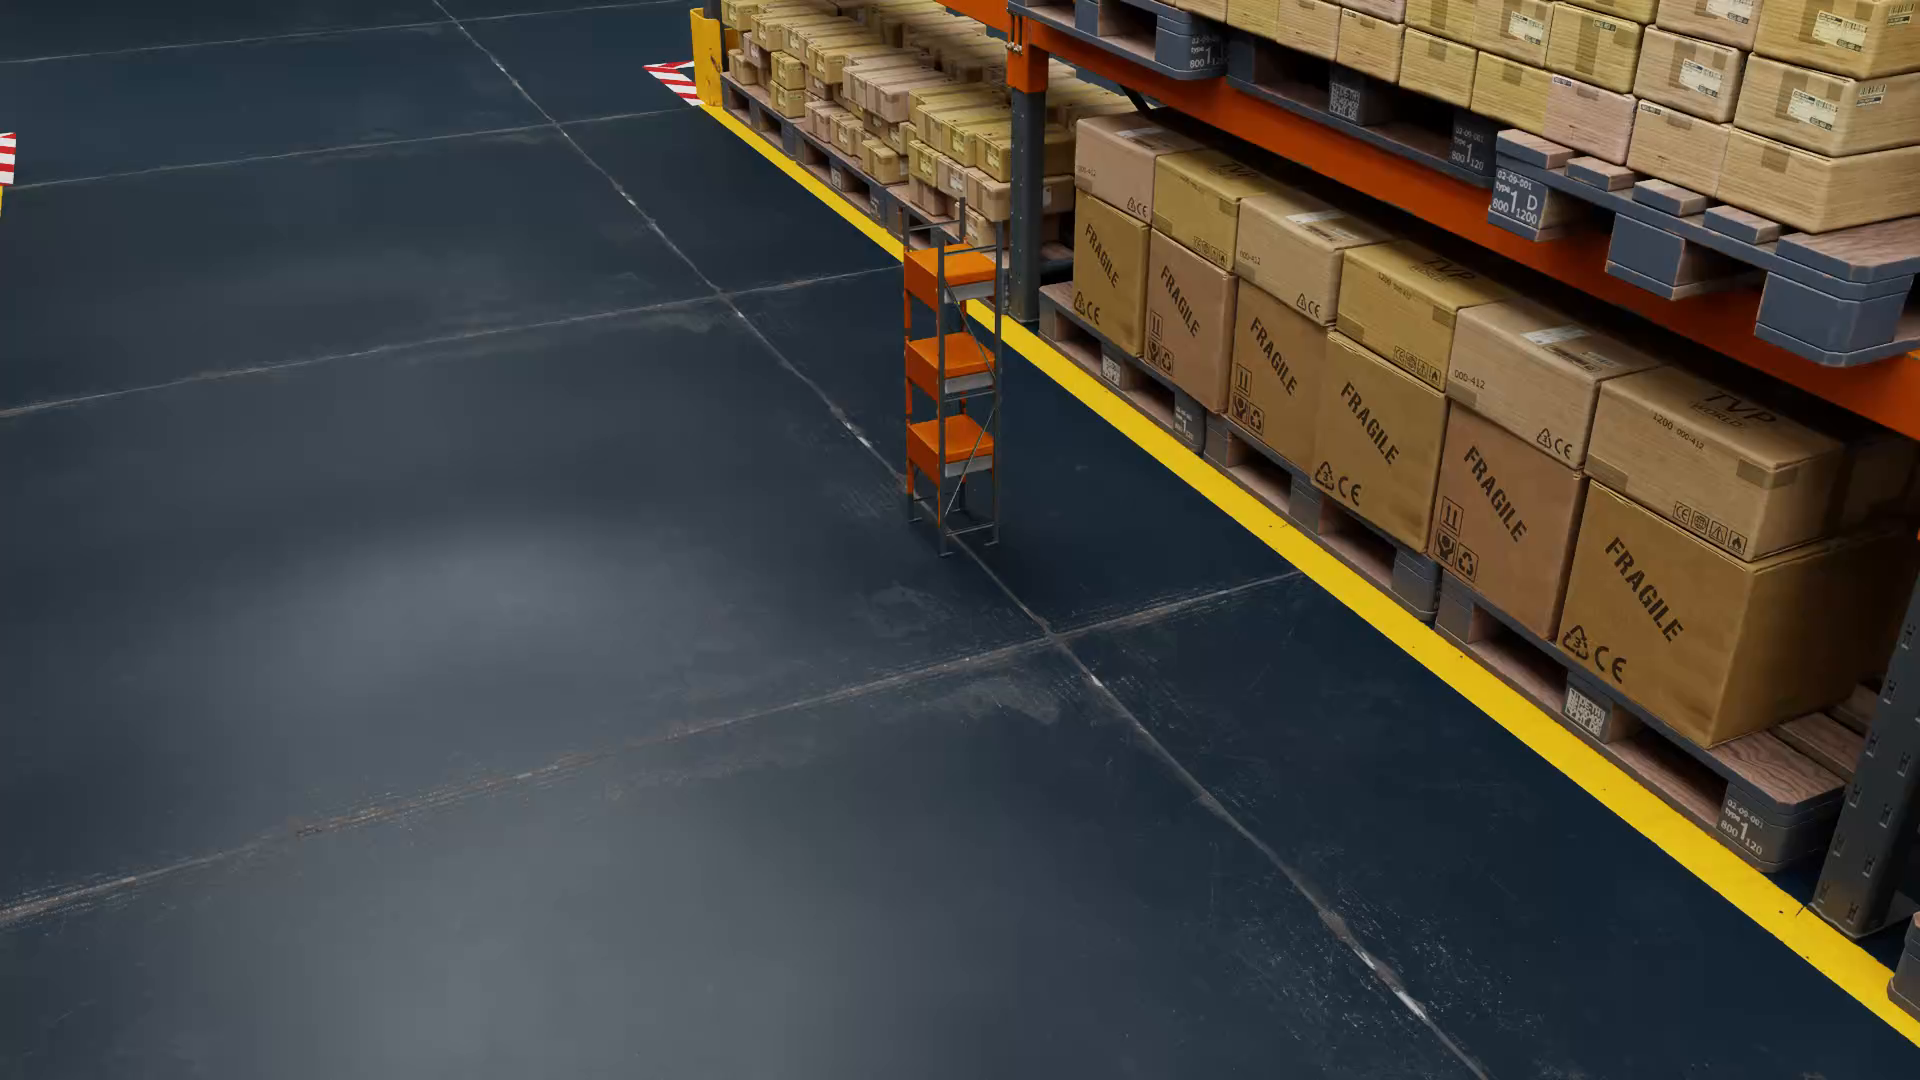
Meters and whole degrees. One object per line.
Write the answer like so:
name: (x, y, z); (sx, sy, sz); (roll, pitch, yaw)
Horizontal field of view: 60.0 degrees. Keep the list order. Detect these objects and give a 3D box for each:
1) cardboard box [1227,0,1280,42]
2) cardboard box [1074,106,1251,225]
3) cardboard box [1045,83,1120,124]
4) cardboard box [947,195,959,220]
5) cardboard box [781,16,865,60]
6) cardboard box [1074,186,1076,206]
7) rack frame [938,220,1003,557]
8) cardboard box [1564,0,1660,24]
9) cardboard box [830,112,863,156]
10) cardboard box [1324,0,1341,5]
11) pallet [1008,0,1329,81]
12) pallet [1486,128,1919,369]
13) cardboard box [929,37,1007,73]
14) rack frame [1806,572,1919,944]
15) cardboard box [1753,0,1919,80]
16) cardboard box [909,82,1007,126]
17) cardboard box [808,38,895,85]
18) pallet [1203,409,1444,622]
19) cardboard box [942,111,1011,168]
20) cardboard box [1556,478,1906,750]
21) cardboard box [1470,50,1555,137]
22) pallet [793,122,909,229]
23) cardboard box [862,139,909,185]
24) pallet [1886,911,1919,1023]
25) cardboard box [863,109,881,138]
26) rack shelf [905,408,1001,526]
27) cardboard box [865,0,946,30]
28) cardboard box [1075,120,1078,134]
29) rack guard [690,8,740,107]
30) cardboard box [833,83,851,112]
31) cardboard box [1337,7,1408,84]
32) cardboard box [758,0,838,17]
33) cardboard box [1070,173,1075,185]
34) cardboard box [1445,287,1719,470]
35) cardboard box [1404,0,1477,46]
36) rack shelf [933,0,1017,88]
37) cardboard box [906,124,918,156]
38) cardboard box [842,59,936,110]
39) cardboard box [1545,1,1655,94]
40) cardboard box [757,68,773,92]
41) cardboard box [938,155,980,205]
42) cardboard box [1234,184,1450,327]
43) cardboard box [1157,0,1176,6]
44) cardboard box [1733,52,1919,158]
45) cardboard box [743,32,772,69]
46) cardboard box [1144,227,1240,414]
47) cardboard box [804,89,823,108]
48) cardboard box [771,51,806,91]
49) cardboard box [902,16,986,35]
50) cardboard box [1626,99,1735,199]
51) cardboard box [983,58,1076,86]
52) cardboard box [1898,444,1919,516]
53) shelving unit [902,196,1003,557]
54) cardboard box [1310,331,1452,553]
cardboard box: (0.996, -1.545, 4.766); (0.380, 0.149, 0.250); (-14, 32, -23)
cardboard box: (0.755, -1.356, 5.961); (0.500, 0.250, 0.500); (-15, 32, -24)
cardboard box: (0.498, -1.948, 7.535); (0.380, 0.149, 0.250); (-14, 32, -23)
cardboard box: (0.164, -1.492, 7.329); (0.380, 0.149, 0.250); (-12, 32, -21)
cardboard box: (-0.722, -2.654, 8.794); (0.380, 0.149, 0.250); (-15, 32, -24)
cardboard box: (0.696, -1.604, 7.528); (0.380, 0.149, 0.250); (-12, 31, -21)
rack frame: (0.029, -0.428, 4.939); (0.200, 1.050, 0.008); (-13, 32, -22)
cardboard box: (1.551, -1.231, 3.598); (0.380, 0.149, 0.250); (-12, 31, -20)
cardboard box: (-0.429, -2.045, 8.316); (0.380, 0.149, 0.250); (-13, 32, -22)
cardboard box: (1.103, -1.560, 4.489); (0.380, 0.149, 0.250); (-14, 32, -23)
pallet: (0.873, -1.866, 5.707); (1.003, 0.211, 1.213); (-13, 32, -22)
pallet: (1.991, -0.760, 3.734); (1.213, 0.211, 1.003); (-13, 32, -22)
cardboard box: (0.068, -2.409, 8.356); (0.380, 0.149, 0.250); (-13, 32, -22)
rack frame: (2.394, -0.551, 3.166); (1.000, 3.000, 0.127); (-13, 32, -22)
cardboard box: (1.769, -1.004, 3.193); (0.380, 0.149, 0.250); (-14, 32, -24)
cardboard box: (-0.011, -1.964, 7.562); (0.380, 0.149, 0.250); (-12, 31, -20)
cardboard box: (-0.540, -2.404, 8.348); (0.380, 0.149, 0.250); (-13, 32, -21)
pallet: (1.540, -0.218, 5.424); (1.003, 0.211, 1.213); (-13, 32, -22)
cardboard box: (0.143, -1.724, 7.135); (0.380, 0.149, 0.250); (-13, 32, -21)
cardboard box: (1.875, 0.120, 4.095); (0.500, 0.500, 0.500); (-13, 32, -22)
cardboard box: (1.447, -1.080, 3.937); (0.380, 0.149, 0.250); (-14, 32, -23)
pallet: (-0.172, -1.931, 8.477); (1.003, 0.211, 1.213); (-13, 32, -22)
cardboard box: (-0.244, -1.817, 7.908); (0.380, 0.149, 0.250); (-13, 32, -22)
pallet: (2.664, 1.029, 3.199); (1.003, 0.211, 1.213); (-13, 32, -22)
cardboard box: (-0.247, -2.054, 8.027); (0.380, 0.149, 0.250); (-15, 32, -24)
rack shelf: (-0.023, -0.230, 5.177); (0.215, 0.259, 0.240); (-13, 32, -22)
cardboard box: (-0.303, -2.893, 9.219); (0.380, 0.149, 0.250); (-14, 32, -23)
cardboard box: (0.716, -1.713, 7.115); (0.380, 0.149, 0.250); (-12, 31, -20)
rack guard: (-1.008, -2.961, 10.019); (1.175, 0.500, 0.348); (-13, 32, -22)
cardboard box: (-0.430, -2.302, 8.470); (0.380, 0.149, 0.250); (-11, 31, -19)
cardboard box: (1.221, -1.314, 4.353); (0.380, 0.149, 0.250); (-12, 31, -20)
cardboard box: (-0.896, -2.885, 9.205); (0.380, 0.149, 0.250); (-12, 32, -21)
cardboard box: (0.620, -1.708, 7.410); (0.380, 0.149, 0.250); (-13, 32, -22)
cardboard box: (1.637, -0.439, 4.325); (0.500, 0.250, 0.500); (-13, 32, -21)
cardboard box: (1.327, -1.331, 4.081); (0.380, 0.149, 0.250); (-13, 32, -22)
rack shelf: (-0.182, -2.888, 8.068); (1.077, 0.370, 4.000); (-13, 32, -22)
cardboard box: (-0.023, -1.823, 7.615); (0.380, 0.149, 0.250); (-13, 32, -22)
cardboard box: (-0.338, -2.180, 7.949); (0.380, 0.149, 0.250); (-14, 32, -24)
cardboard box: (1.539, -1.110, 3.686); (0.380, 0.149, 0.250); (-12, 32, -21)
cardboard box: (-0.919, -2.628, 9.354); (0.380, 0.149, 0.250); (-13, 32, -22)
cardboard box: (0.127, -1.577, 7.176); (0.380, 0.149, 0.250); (-15, 32, -24)
cardboard box: (1.201, -0.895, 5.139); (0.500, 0.250, 0.500); (-12, 31, -20)
cardboard box: (0.765, -1.777, 5.180); (0.380, 0.149, 0.250); (-13, 32, -21)
cardboard box: (1.770, -0.877, 3.270); (0.380, 0.149, 0.250); (-12, 32, -21)
cardboard box: (-0.981, -2.736, 9.244); (0.380, 0.149, 0.250); (-13, 32, -22)
cardboard box: (0.983, -0.795, 5.728); (0.500, 0.500, 0.500); (-12, 31, -20)
cardboard box: (-0.600, -2.291, 8.754); (0.380, 0.149, 0.250); (-13, 32, -22)
cardboard box: (-0.784, -2.511, 8.842); (0.380, 0.149, 0.250); (-12, 31, -20)
cardboard box: (-0.083, -2.658, 8.800); (0.380, 0.149, 0.250); (-12, 31, -20)
cardboard box: (1.662, -0.856, 3.537); (0.380, 0.149, 0.250); (-13, 32, -22)
cardboard box: (0.330, -2.188, 7.963); (0.380, 0.149, 0.250); (-12, 32, -21)
cardboard box: (2.316, -0.326, 4.125); (0.500, 0.250, 0.500); (-15, 32, -24)
shelving unit: (-0.023, -0.482, 5.035); (0.215, 1.050, 0.252); (-13, 32, -22)
cardboard box: (1.414, -0.340, 4.916); (0.500, 0.500, 0.500); (-15, 32, -24)
